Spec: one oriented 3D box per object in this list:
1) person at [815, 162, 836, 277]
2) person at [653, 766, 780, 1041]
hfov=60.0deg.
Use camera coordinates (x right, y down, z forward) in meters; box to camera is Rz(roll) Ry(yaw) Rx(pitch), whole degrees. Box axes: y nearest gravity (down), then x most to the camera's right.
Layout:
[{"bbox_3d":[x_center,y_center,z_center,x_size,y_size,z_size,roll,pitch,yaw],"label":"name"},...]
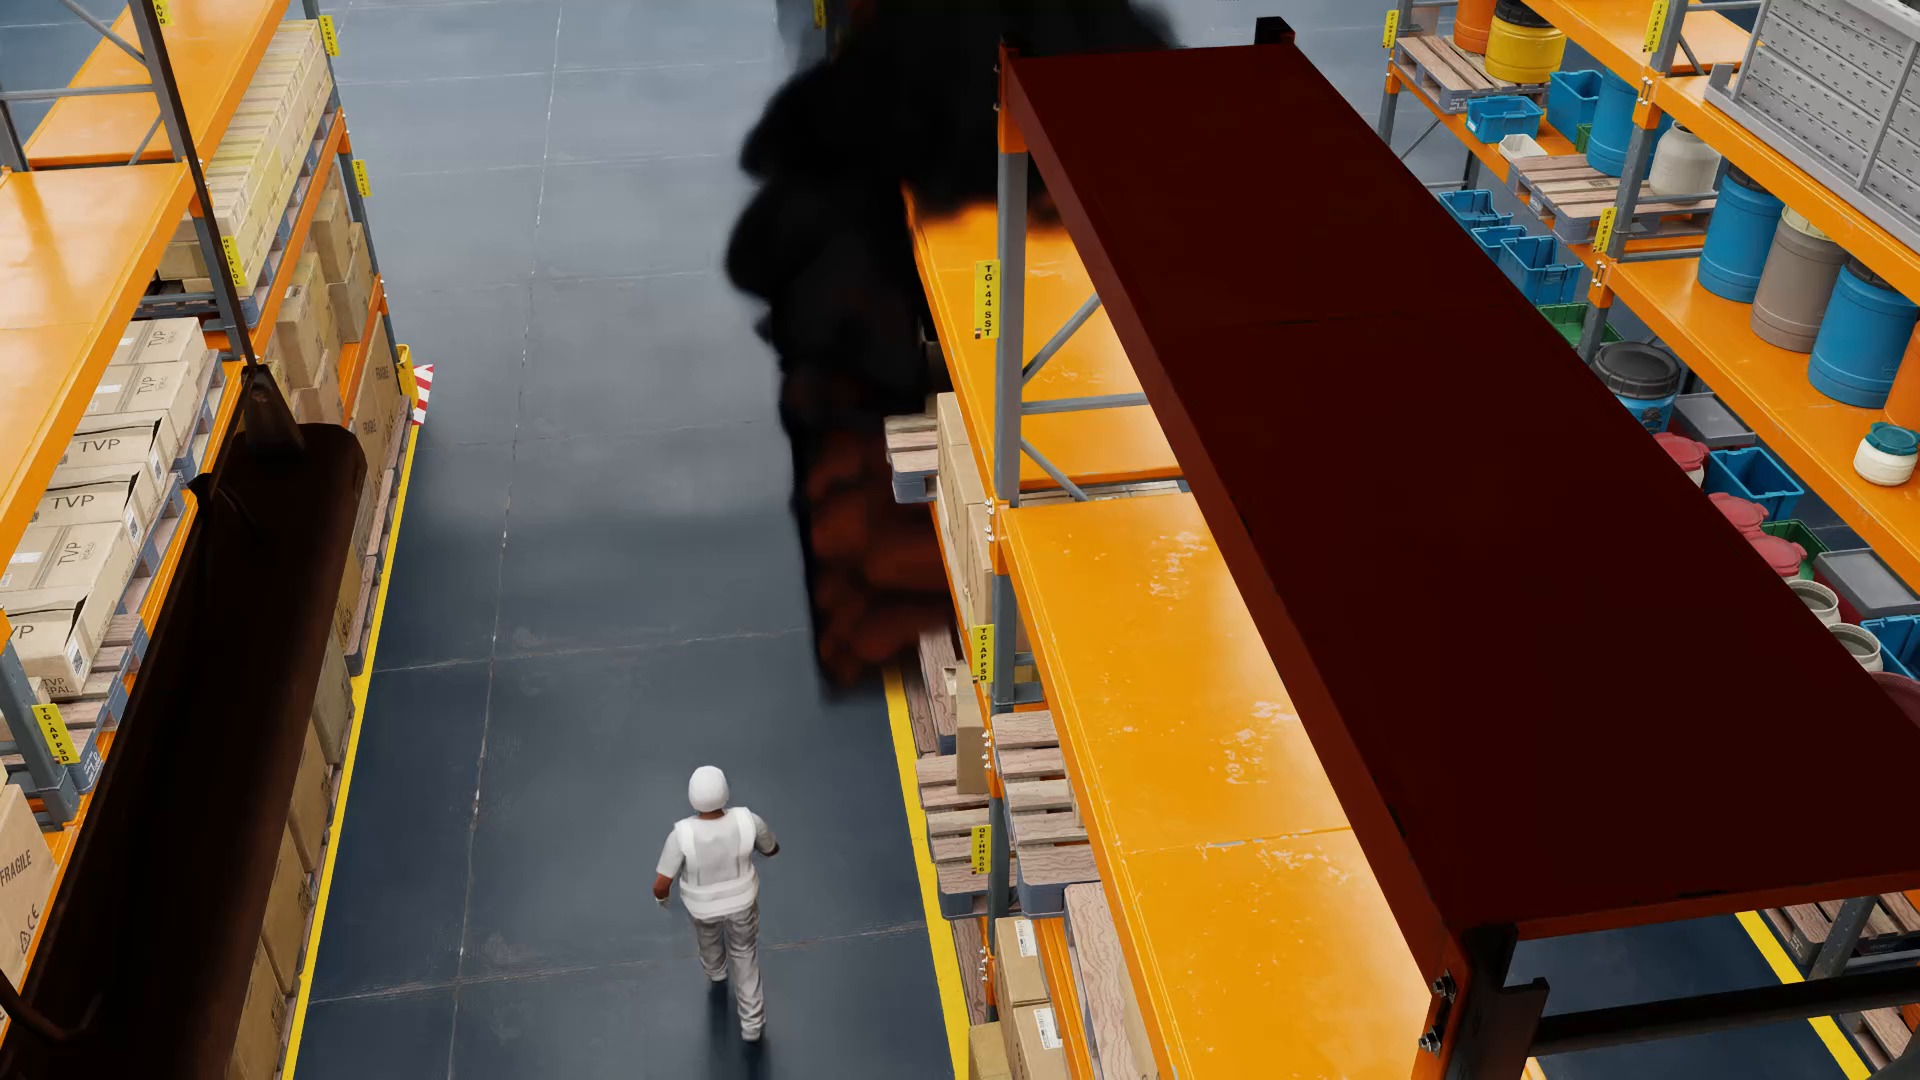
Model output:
[{"bbox_3d":[-1.163,-3.363,16.657,0.554,1.661,0.616,16,39,20],"label":"person"},{"bbox_3d":[-1.326,2.000,9.223,0.703,1.835,0.832,-7,37,-10],"label":"person"}]
